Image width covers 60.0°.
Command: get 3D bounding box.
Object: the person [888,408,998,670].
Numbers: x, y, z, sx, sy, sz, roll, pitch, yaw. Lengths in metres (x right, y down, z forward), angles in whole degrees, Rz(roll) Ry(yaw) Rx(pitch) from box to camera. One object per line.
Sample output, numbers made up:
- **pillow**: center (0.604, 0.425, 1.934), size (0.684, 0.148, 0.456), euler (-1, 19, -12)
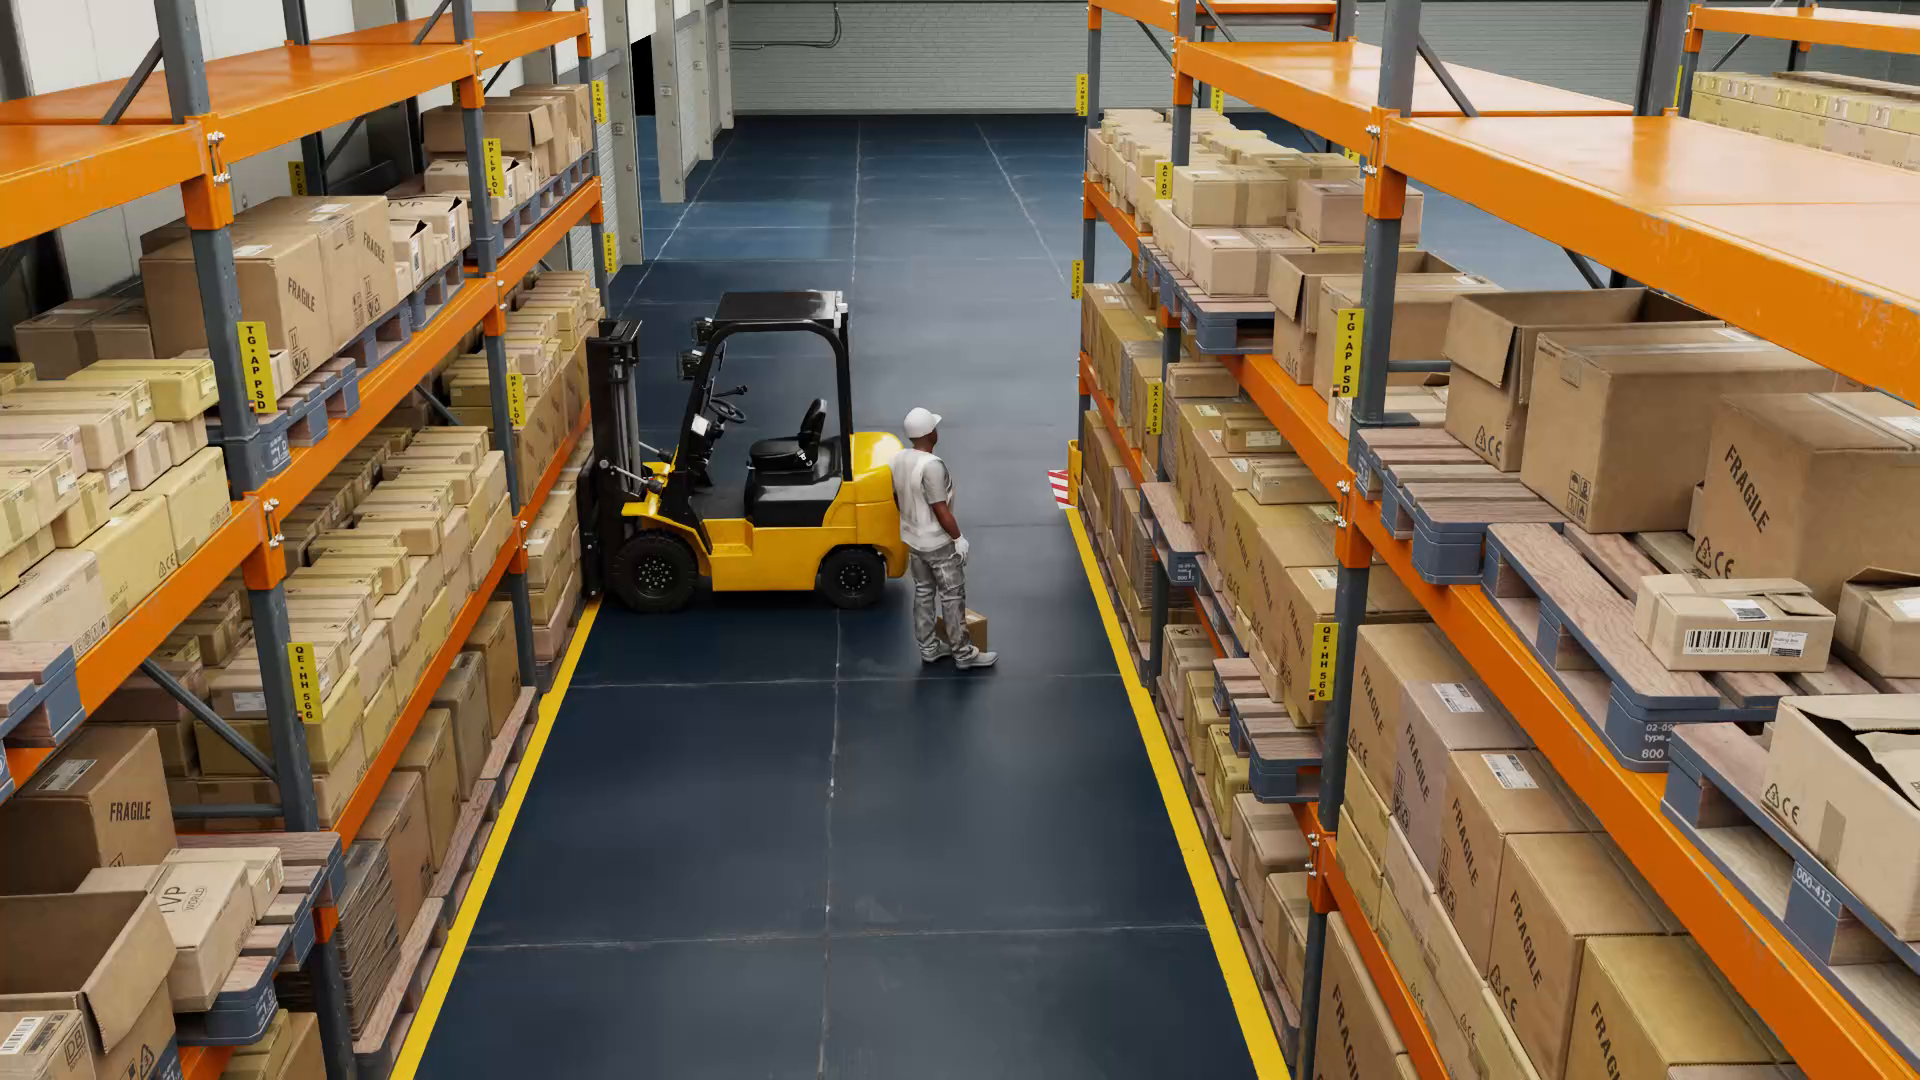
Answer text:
- **person**: center (-0.130, -0.029, 11.100), size (0.578, 1.781, 0.656), euler (-13, 24, -32)
